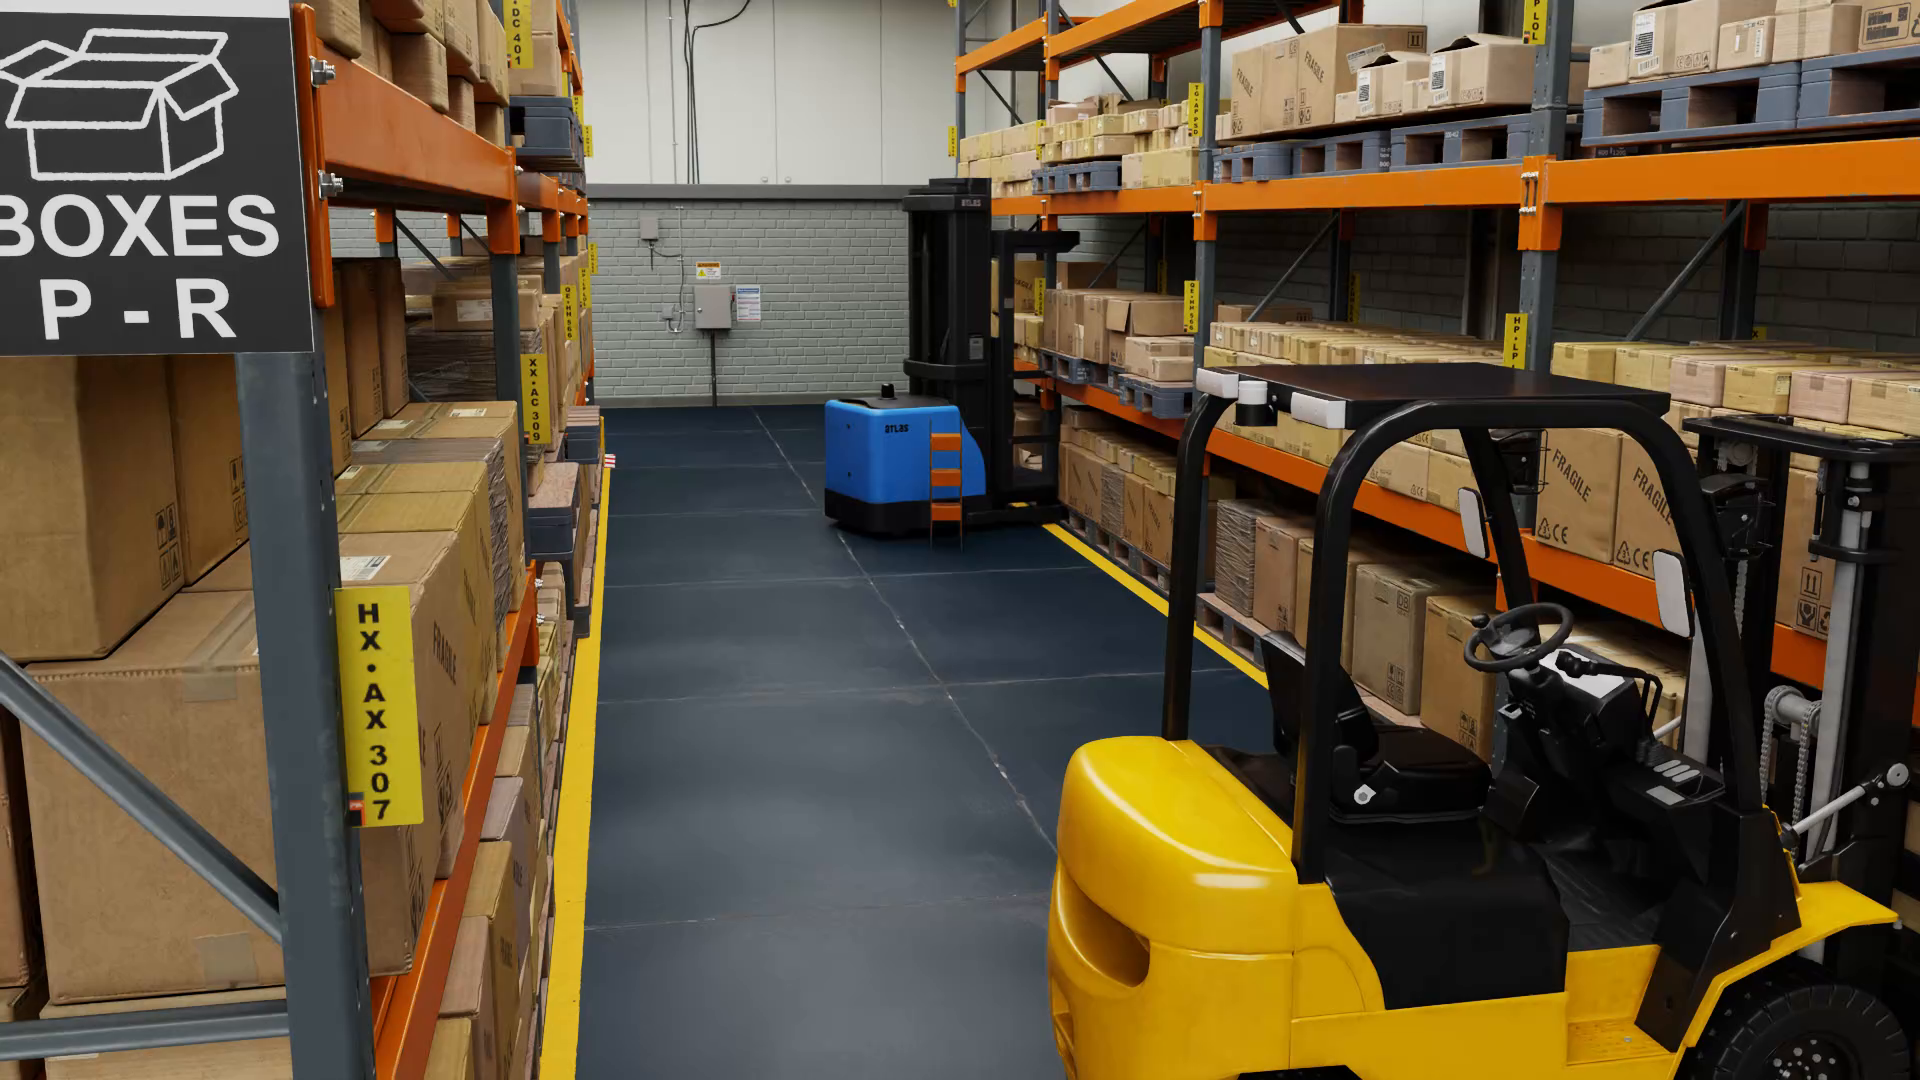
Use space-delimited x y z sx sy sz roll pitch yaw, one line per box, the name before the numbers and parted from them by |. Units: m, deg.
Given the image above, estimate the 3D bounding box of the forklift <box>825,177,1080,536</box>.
forklift | 0.371 -1.645 14.499 3.031 2.935 1.130 -6 12 -28

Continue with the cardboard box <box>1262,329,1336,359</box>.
cardboard box | 1.975 -1.138 9.649 0.380 0.149 0.250 -2 11 -10

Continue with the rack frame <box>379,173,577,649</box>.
rack frame | -2.857 -0.800 9.880 1.000 3.000 0.127 -2 11 -11

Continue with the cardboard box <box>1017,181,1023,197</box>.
cardboard box | 0.742 -3.260 15.454 0.380 0.149 0.250 -2 11 -11

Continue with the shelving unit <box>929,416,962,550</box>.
shelving unit | -0.114 -0.456 13.286 0.252 1.050 0.215 -1 11 -3

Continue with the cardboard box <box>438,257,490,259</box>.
cardboard box | -3.832 -1.983 13.152 0.500 0.500 0.500 -2 11 -10

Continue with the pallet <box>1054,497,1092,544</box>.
pallet | 1.428 -0.198 14.170 1.003 0.211 1.213 -2 11 -11

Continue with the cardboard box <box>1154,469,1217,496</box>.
cardboard box | 1.583 -0.409 11.650 0.380 0.149 0.250 -3 11 -14

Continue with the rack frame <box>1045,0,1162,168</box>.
rack frame | 1.233 -4.662 14.125 1.000 3.000 0.127 -2 11 -11

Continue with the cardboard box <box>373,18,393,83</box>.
cardboard box | -1.332 -0.944 3.282 0.380 0.149 0.250 -2 11 -13

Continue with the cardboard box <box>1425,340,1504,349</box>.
cardboard box | 2.680 -0.969 8.765 0.380 0.149 0.250 -2 11 -11

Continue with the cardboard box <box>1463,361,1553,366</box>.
cardboard box | 2.437 -0.717 7.439 0.380 0.149 0.250 -2 11 -12

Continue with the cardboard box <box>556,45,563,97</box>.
cardboard box | -1.899 -1.888 6.848 0.500 0.250 0.500 -2 11 -12

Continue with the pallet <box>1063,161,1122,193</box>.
pallet | 1.496 -2.784 12.783 1.213 0.211 1.003 -2 11 -11

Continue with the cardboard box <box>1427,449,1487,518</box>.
cardboard box | 2.434 -0.257 7.427 0.500 0.250 0.500 -2 11 -10

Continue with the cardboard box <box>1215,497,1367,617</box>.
cardboard box | 2.119 0.093 10.411 0.875 0.625 0.625 -2 11 -9

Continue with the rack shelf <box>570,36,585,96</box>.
rack shelf | -4.024 -4.298 15.205 1.077 0.370 4.000 -2 11 -11

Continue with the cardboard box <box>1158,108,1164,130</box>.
cardboard box | 1.597 -2.923 11.548 0.380 0.149 0.250 -2 11 -12

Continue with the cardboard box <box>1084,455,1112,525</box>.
cardboard box | 1.312 -0.408 13.378 0.500 0.500 0.500 -2 11 -13

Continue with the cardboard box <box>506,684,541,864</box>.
cardboard box | -1.701 0.808 5.654 0.500 0.500 0.500 -2 11 -12

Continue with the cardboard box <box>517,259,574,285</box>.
cardboard box | -3.115 -1.813 12.259 0.500 0.500 0.500 -2 11 -9

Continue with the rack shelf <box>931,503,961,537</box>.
rack shelf | -0.114 -0.173 13.340 0.240 0.259 0.215 -1 11 -3

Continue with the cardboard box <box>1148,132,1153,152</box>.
cardboard box | 1.558 -2.823 11.816 0.380 0.149 0.250 -2 11 -11

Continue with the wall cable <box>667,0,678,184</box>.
wall cable | -5.058 -6.275 22.596 2.355 3.000 0.029 -2 11 -11

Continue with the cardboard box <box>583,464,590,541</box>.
cardboard box | -3.253 -0.420 12.442 0.875 0.875 0.875 -2 11 -9

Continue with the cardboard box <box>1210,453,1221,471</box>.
cardboard box | 2.003 -0.577 12.535 0.380 0.149 0.250 -2 11 -12

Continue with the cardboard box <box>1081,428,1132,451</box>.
cardboard box | 1.232 -0.842 13.926 0.380 0.149 0.250 -3 11 -14

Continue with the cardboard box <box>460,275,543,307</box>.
cardboard box | -2.262 -1.231 8.220 0.380 0.149 0.250 -3 11 -14

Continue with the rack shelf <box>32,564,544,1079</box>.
rack shelf | -1.690 0.653 4.165 1.077 0.370 4.000 -2 11 -11

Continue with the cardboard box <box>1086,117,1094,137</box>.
cardboard box | 1.179 -3.162 12.753 0.380 0.149 0.250 -2 11 -11

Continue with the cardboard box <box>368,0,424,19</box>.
cardboard box | -1.226 -1.074 2.899 0.500 0.250 0.500 -2 11 -12

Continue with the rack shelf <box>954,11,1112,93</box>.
rack shelf | 0.844 -4.674 16.120 1.077 0.370 4.000 -2 11 -11

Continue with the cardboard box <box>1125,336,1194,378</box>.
cardboard box | 1.488 -1.296 11.761 0.500 0.250 0.500 -3 11 -14

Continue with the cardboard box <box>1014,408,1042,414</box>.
cardboard box | 0.614 -1.053 16.768 0.500 0.500 0.500 -2 11 -10

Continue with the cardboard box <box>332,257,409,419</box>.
cardboard box | -2.206 -0.665 5.429 0.700 0.500 0.500 -2 11 -12

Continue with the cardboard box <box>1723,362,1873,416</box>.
cardboard box | 2.784 -0.504 5.524 0.380 0.149 0.250 -2 11 -12

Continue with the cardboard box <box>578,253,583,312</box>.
cardboard box | -3.582 -2.263 14.624 0.500 0.500 0.500 -2 11 -12

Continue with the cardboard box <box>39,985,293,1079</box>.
cardboard box | -1.164 0.720 2.561 0.380 0.149 0.250 -2 11 -11

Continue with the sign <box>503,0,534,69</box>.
sign | -1.549 -1.815 5.808 0.100 0.325 0.005 -2 11 -11

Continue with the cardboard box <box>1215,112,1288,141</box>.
cardboard box | 1.781 -2.521 10.130 0.380 0.166 0.250 -2 11 -11

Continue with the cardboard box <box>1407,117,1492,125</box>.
cardboard box | 2.500 -2.208 8.487 0.380 0.166 0.250 -2 11 -11

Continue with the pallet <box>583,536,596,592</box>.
pallet | -3.171 0.199 12.088 1.003 0.211 1.213 -2 11 -11

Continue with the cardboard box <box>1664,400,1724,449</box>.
cardboard box | 2.698 -0.406 5.803 0.380 0.149 0.250 -2 11 -10

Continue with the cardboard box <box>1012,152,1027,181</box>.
cardboard box | 0.782 -3.436 15.308 0.500 0.250 0.500 -3 11 -13

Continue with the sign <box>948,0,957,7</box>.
sign | -0.077 -5.874 17.781 0.100 0.325 0.005 -2 11 -11

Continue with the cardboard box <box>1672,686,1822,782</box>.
cardboard box | 2.773 0.690 5.604 0.500 0.250 0.500 -2 11 -9

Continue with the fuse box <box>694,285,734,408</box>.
fuse box | -3.444 -2.718 23.399 0.539 1.711 0.414 -2 11 -11

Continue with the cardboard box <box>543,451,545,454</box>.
cardboard box | -2.102 -0.452 7.598 0.380 0.149 0.250 -2 11 -11

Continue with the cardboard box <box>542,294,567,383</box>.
cardboard box | -2.496 -1.129 9.418 0.500 0.500 0.500 -2 11 -13

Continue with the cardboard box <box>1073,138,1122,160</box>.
cardboard box | 1.102 -3.064 13.033 0.380 0.149 0.250 -2 11 -12

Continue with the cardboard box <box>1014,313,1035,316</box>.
cardboard box | 0.699 -2.056 16.079 0.500 0.250 0.500 -2 11 -11
